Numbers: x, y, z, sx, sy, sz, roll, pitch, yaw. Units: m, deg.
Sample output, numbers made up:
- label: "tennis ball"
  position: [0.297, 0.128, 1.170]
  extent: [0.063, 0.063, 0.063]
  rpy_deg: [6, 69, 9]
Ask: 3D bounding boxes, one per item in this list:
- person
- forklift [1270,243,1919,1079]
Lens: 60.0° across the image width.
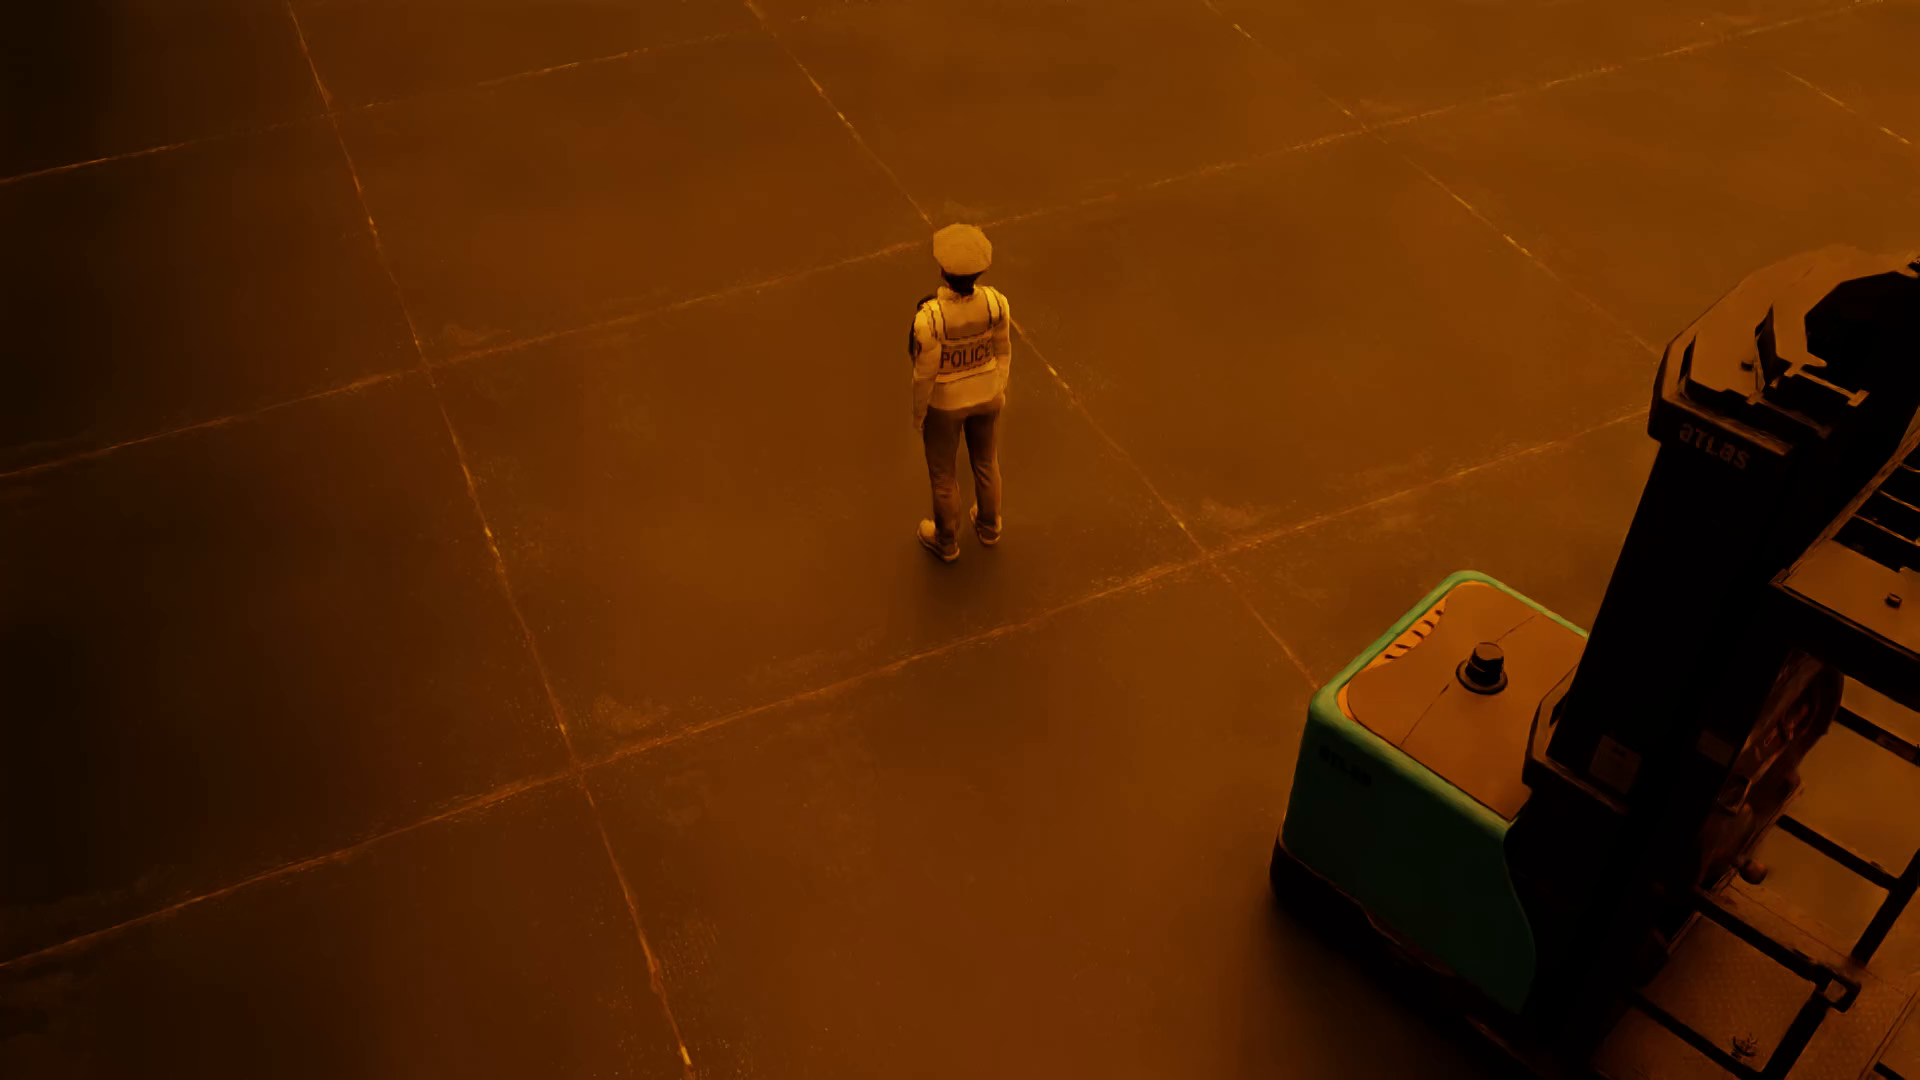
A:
- label: "person"
  position: [-0.007, -0.625, 7.263]
  extent: [0.463, 1.692, 0.337]
  rpy_deg: [-18, 46, -18]
- label: "forklift"
  position: [2.578, 0.744, 4.883]
  extent: [1.130, 2.935, 3.031]
  rpy_deg: [-34, 53, -31]
